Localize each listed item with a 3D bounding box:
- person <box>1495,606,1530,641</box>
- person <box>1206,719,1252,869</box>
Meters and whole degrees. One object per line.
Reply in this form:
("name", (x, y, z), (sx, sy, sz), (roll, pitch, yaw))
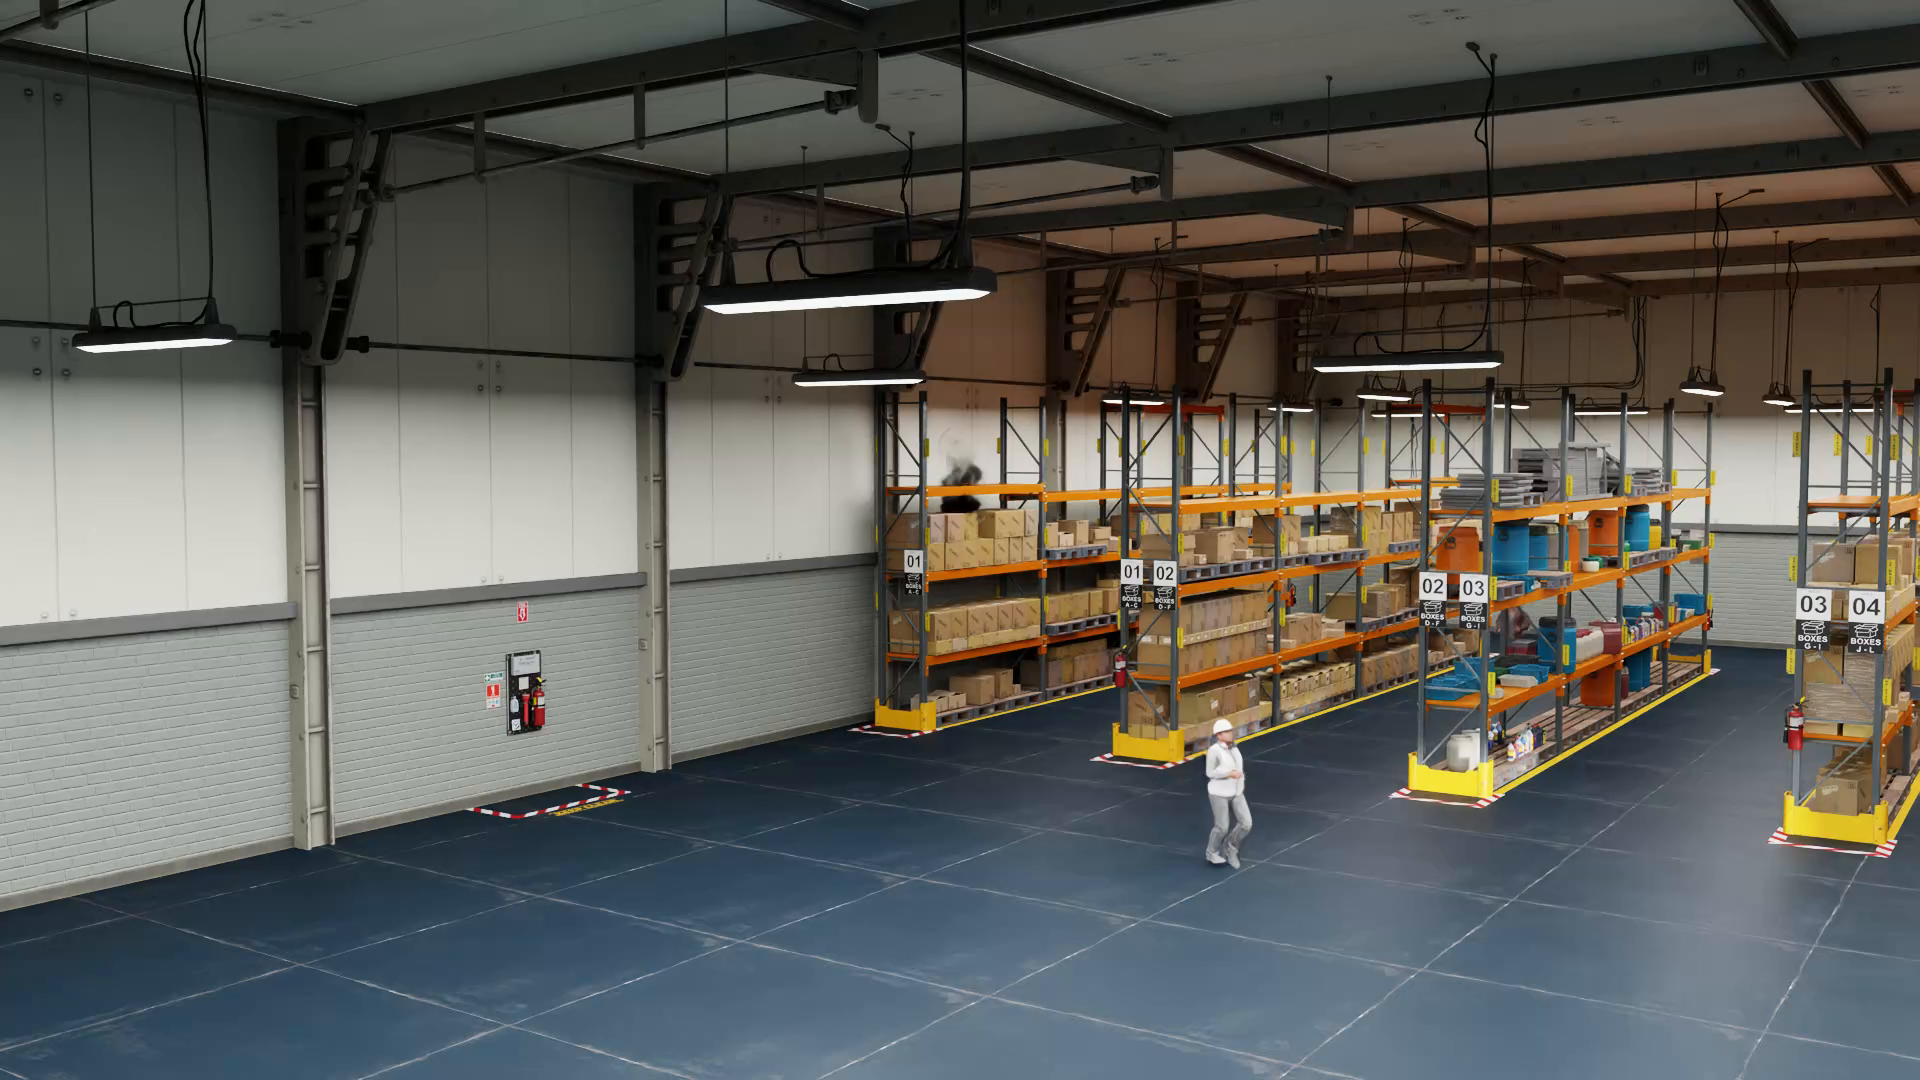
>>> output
("person", (11.924, 2.134, 35.940), (0.720, 1.747, 0.917), (1, 3, 25))
("person", (3.198, 3.031, 19.751), (0.640, 1.789, 0.669), (-2, 4, -33))
